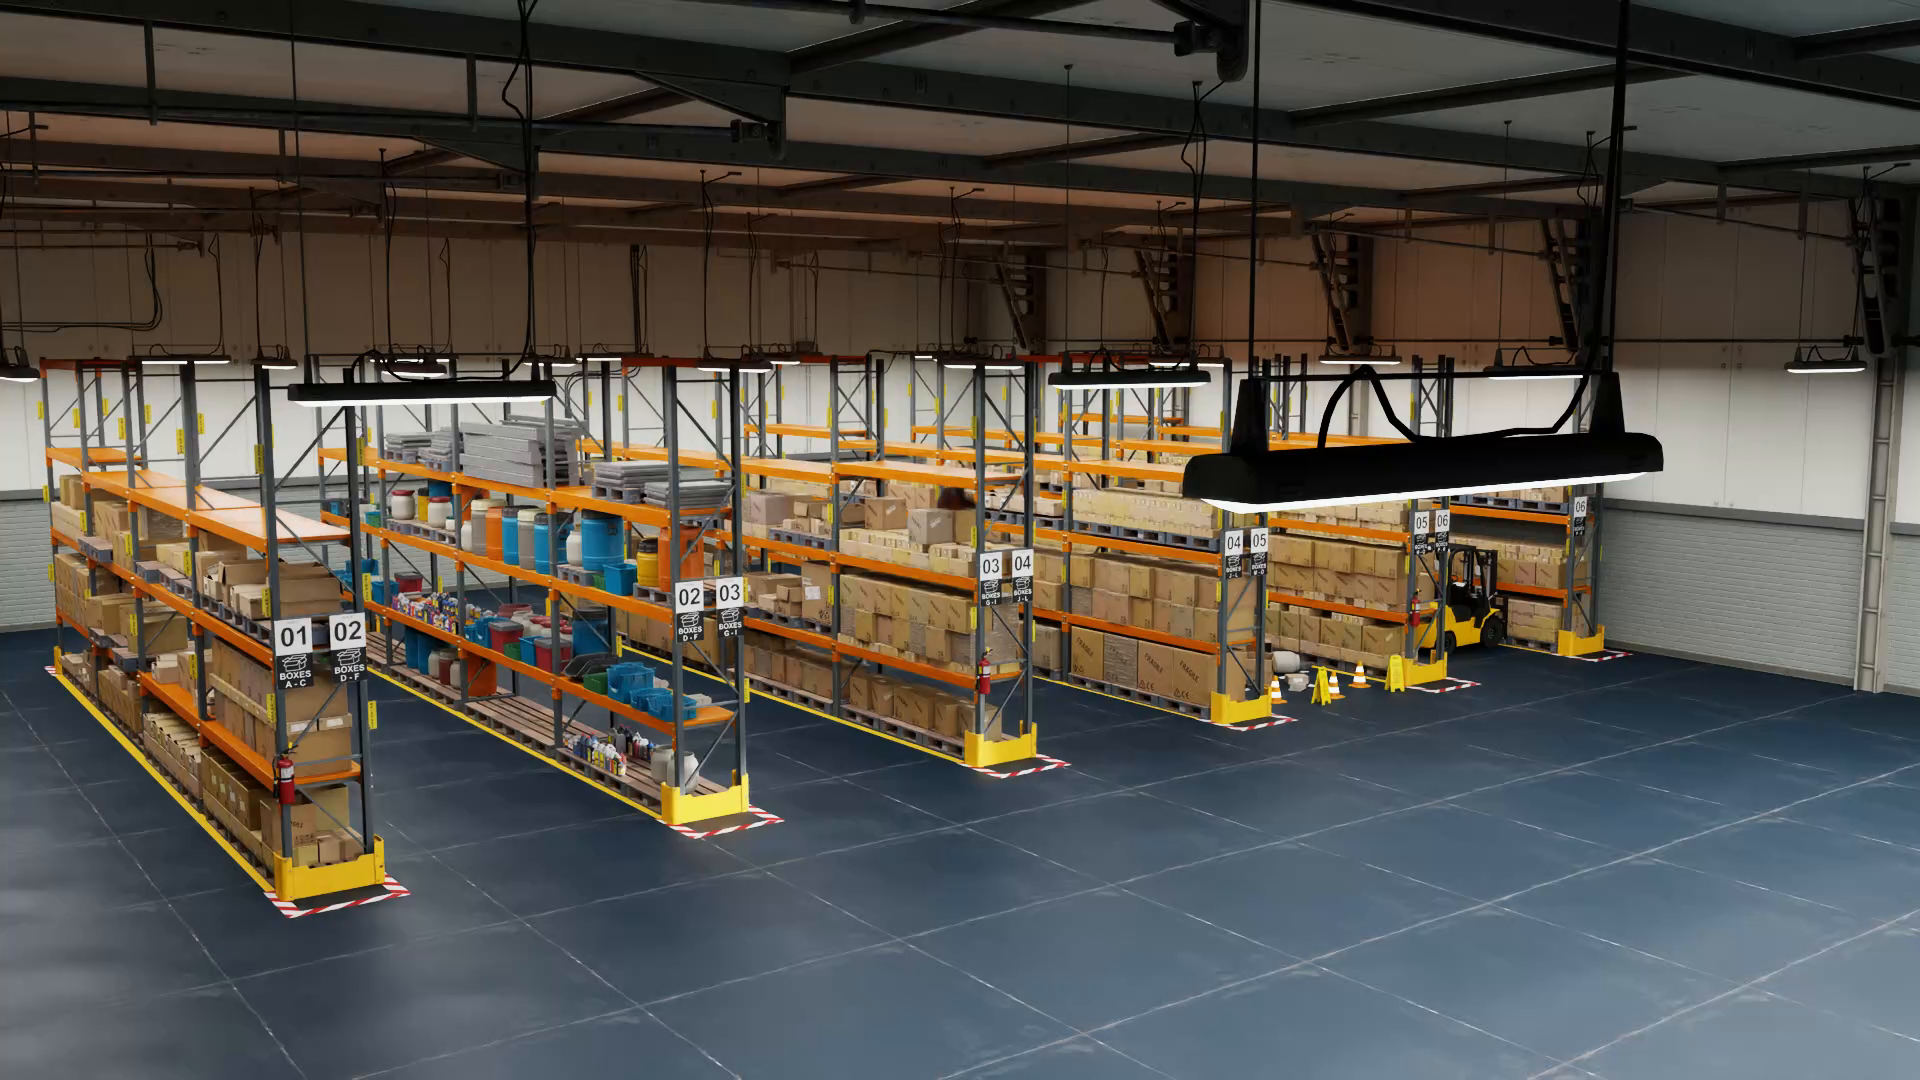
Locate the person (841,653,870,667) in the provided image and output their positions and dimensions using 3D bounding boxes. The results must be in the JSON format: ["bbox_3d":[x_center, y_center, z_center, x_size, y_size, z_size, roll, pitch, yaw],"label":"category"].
[{"bbox_3d":[-2.116,1.582,32.361,0.592,1.731,0.991,-4,8,-32],"label":"person"}]

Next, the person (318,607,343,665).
[{"bbox_3d":[-11.544,1.788,30.488,0.659,1.781,0.462,-3,7,-22],"label":"person"}]
